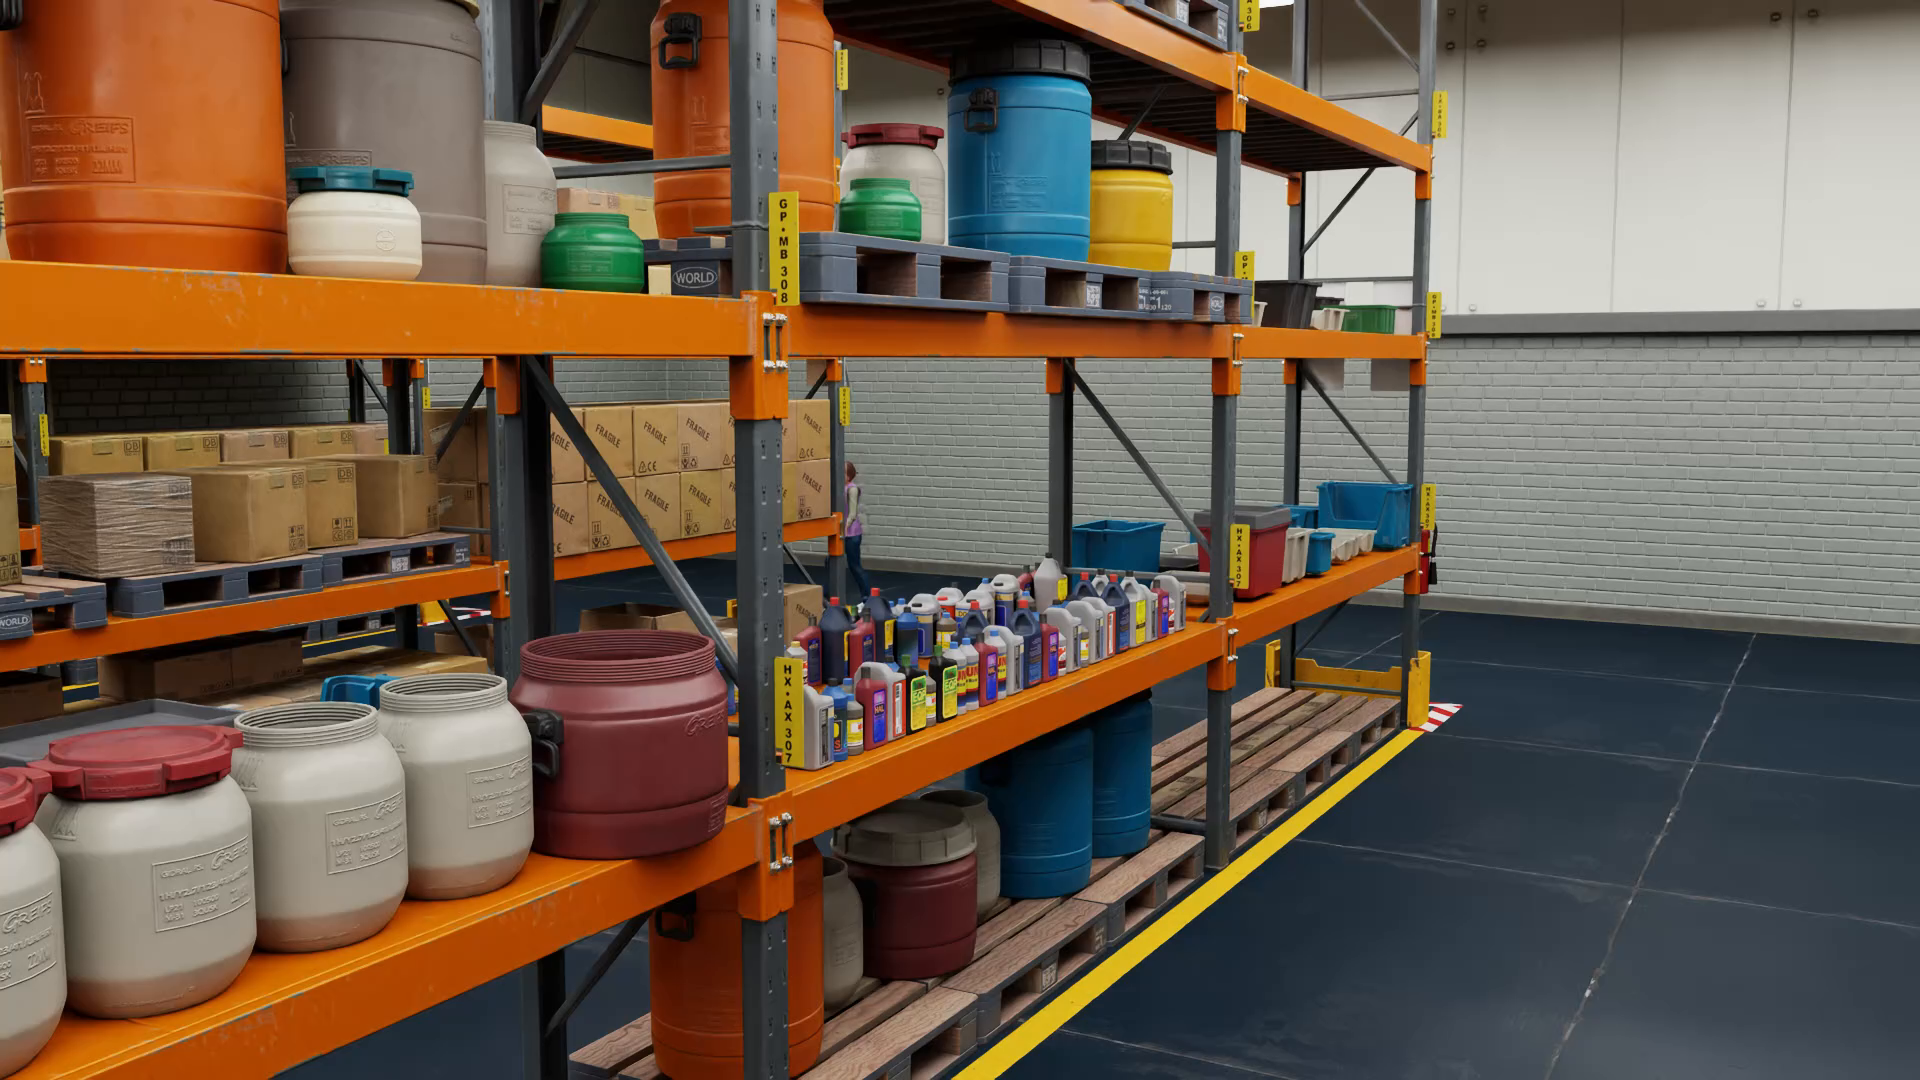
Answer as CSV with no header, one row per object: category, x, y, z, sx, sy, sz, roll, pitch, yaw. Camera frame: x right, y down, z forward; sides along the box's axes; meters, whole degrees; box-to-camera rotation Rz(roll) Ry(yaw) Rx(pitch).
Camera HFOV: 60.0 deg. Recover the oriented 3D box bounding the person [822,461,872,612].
person,-1.233,-0.035,17.336,0.680,1.592,0.570,-2,6,-16
